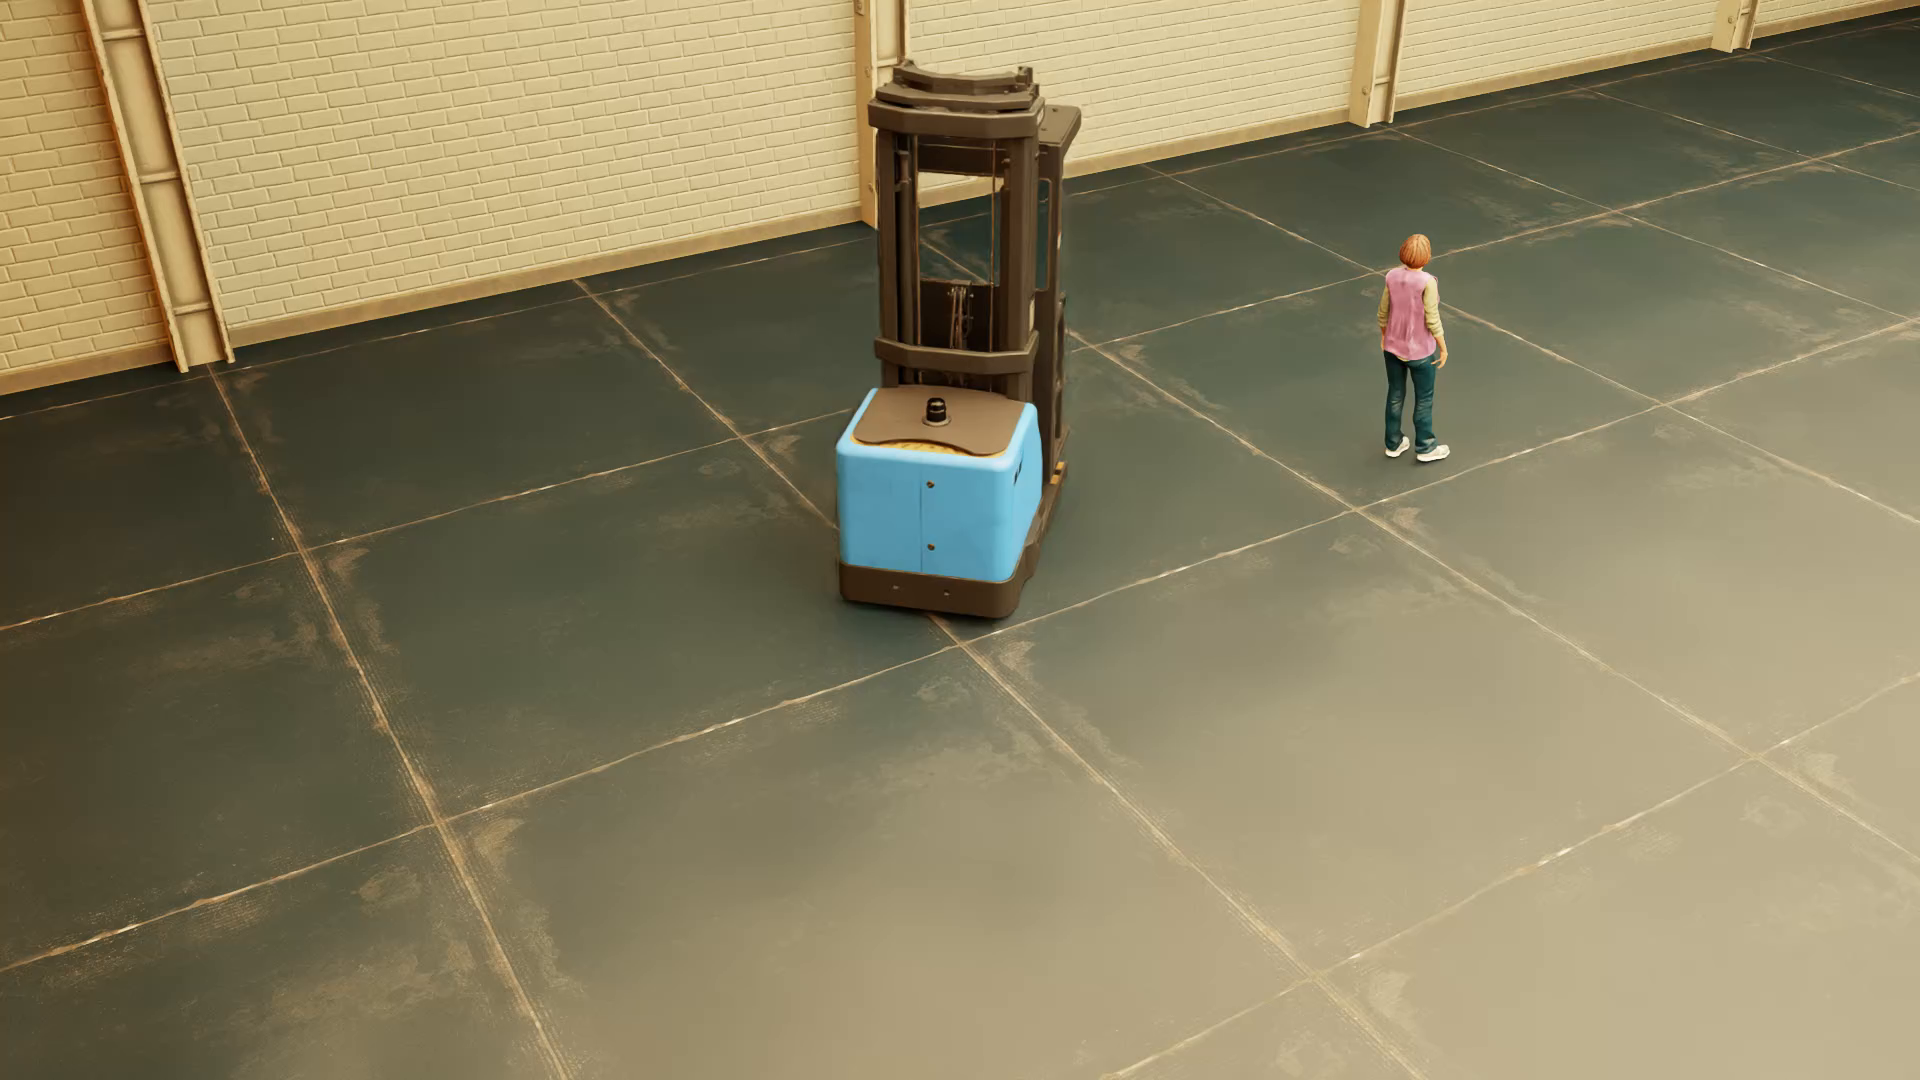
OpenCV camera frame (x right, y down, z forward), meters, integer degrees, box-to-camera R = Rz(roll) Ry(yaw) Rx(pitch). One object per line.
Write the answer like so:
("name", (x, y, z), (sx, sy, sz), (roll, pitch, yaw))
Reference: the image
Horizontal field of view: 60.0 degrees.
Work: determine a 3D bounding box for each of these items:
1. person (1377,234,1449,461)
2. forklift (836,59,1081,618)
("person", (3.047, -1.291, 11.088), (0.474, 1.597, 0.520), (-25, 39, -35))
("forklift", (0.105, -1.552, 10.239), (1.130, 2.935, 3.031), (7, 32, 11))
